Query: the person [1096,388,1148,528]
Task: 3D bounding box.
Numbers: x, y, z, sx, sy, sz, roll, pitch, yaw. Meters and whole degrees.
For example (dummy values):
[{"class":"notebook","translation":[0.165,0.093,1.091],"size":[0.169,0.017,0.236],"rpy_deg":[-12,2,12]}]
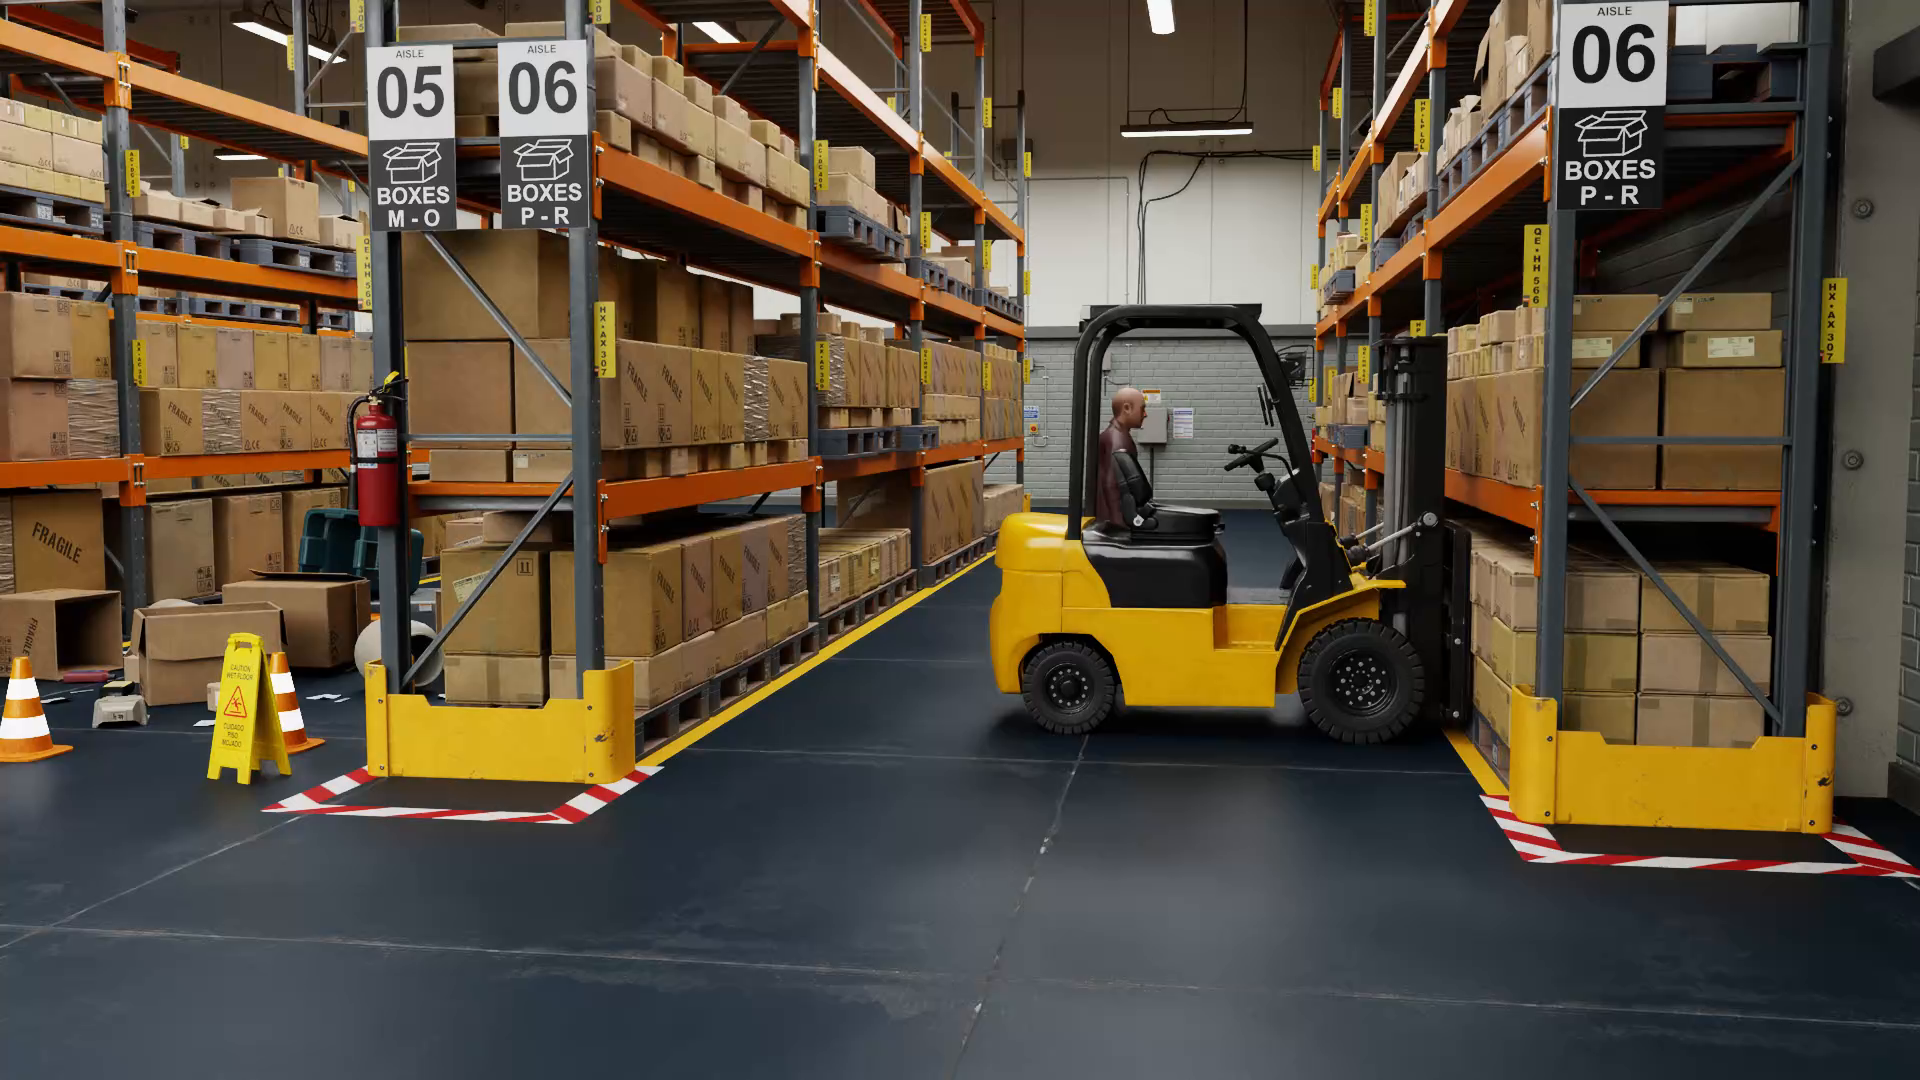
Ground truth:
[{"class":"person","translation":[1.000,-0.064,10.419],"size":[0.417,1.774,0.656],"rpy_deg":[1,4,7]}]
